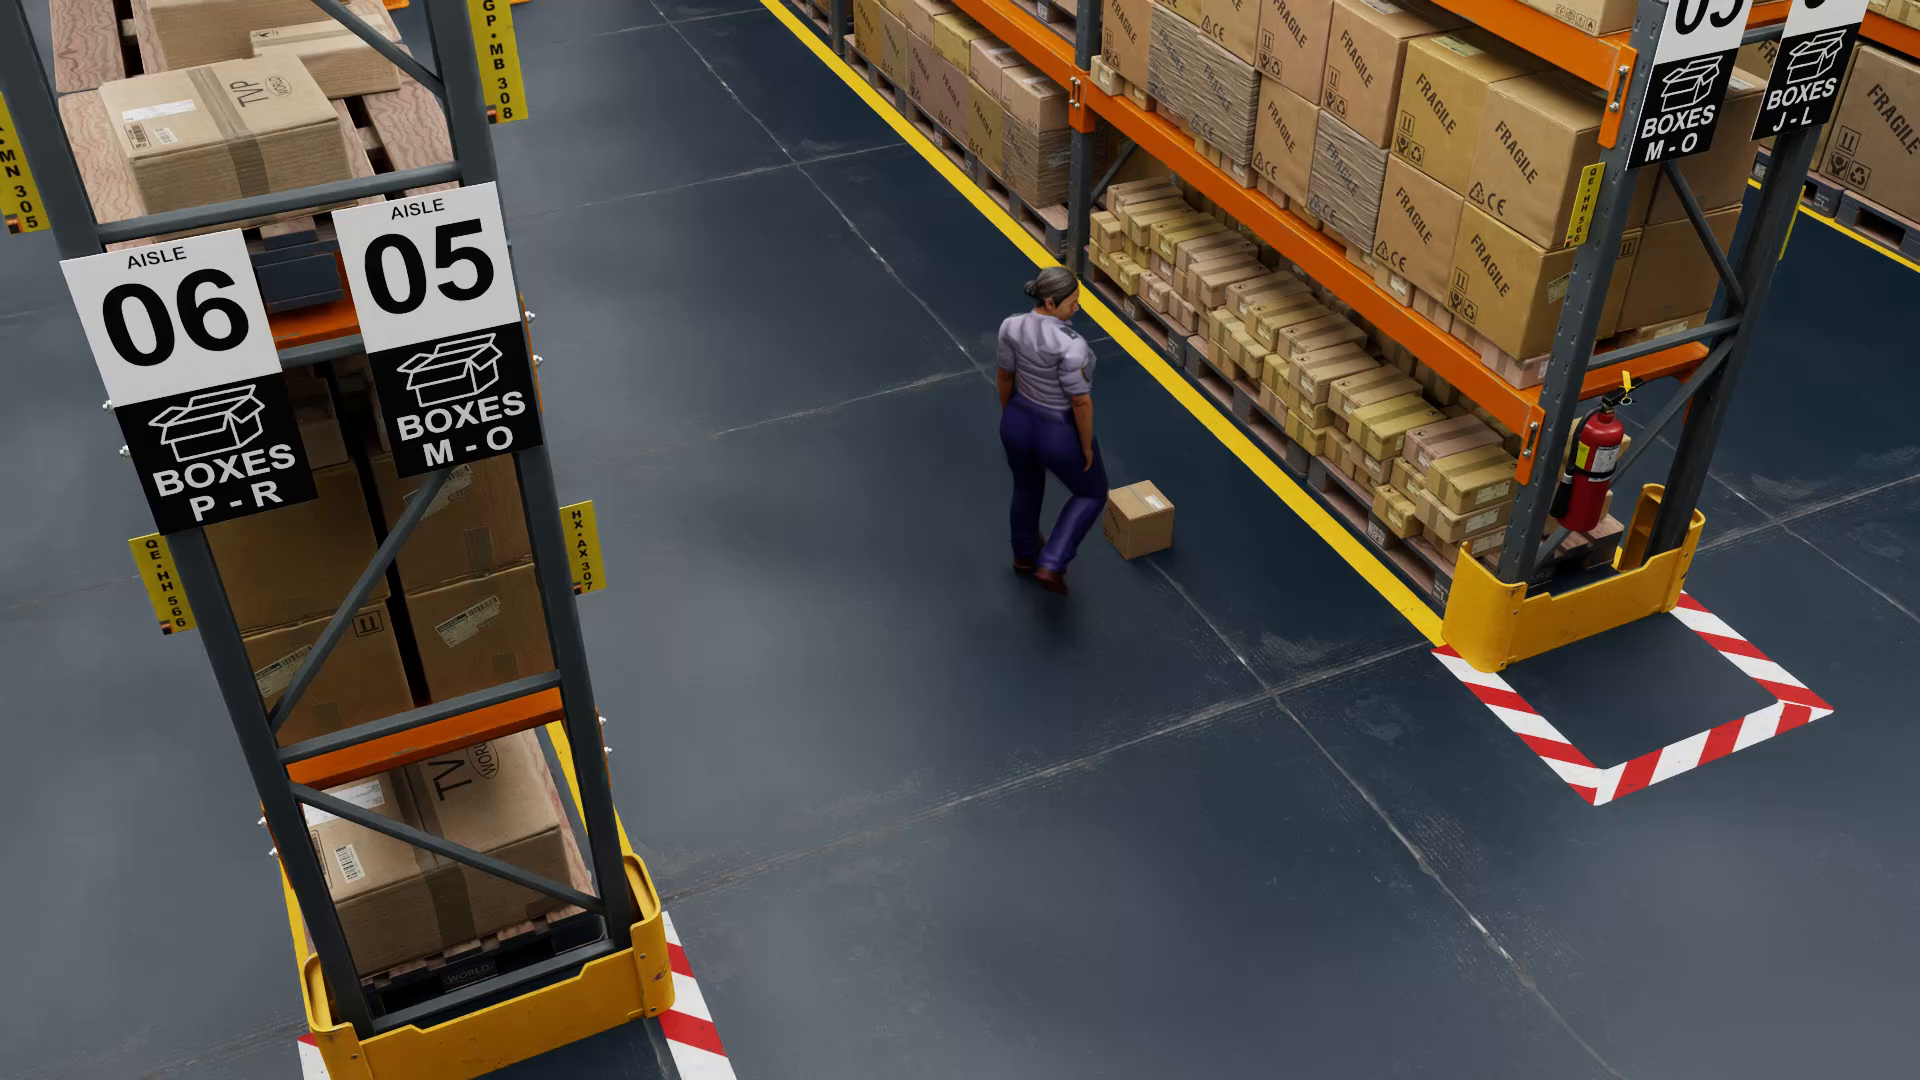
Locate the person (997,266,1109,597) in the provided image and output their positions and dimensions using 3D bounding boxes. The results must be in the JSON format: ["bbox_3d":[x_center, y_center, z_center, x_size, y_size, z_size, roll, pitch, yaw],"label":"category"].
[{"bbox_3d":[0.371,-0.468,7.454,0.525,1.645,0.556,22,43,26],"label":"person"}]
